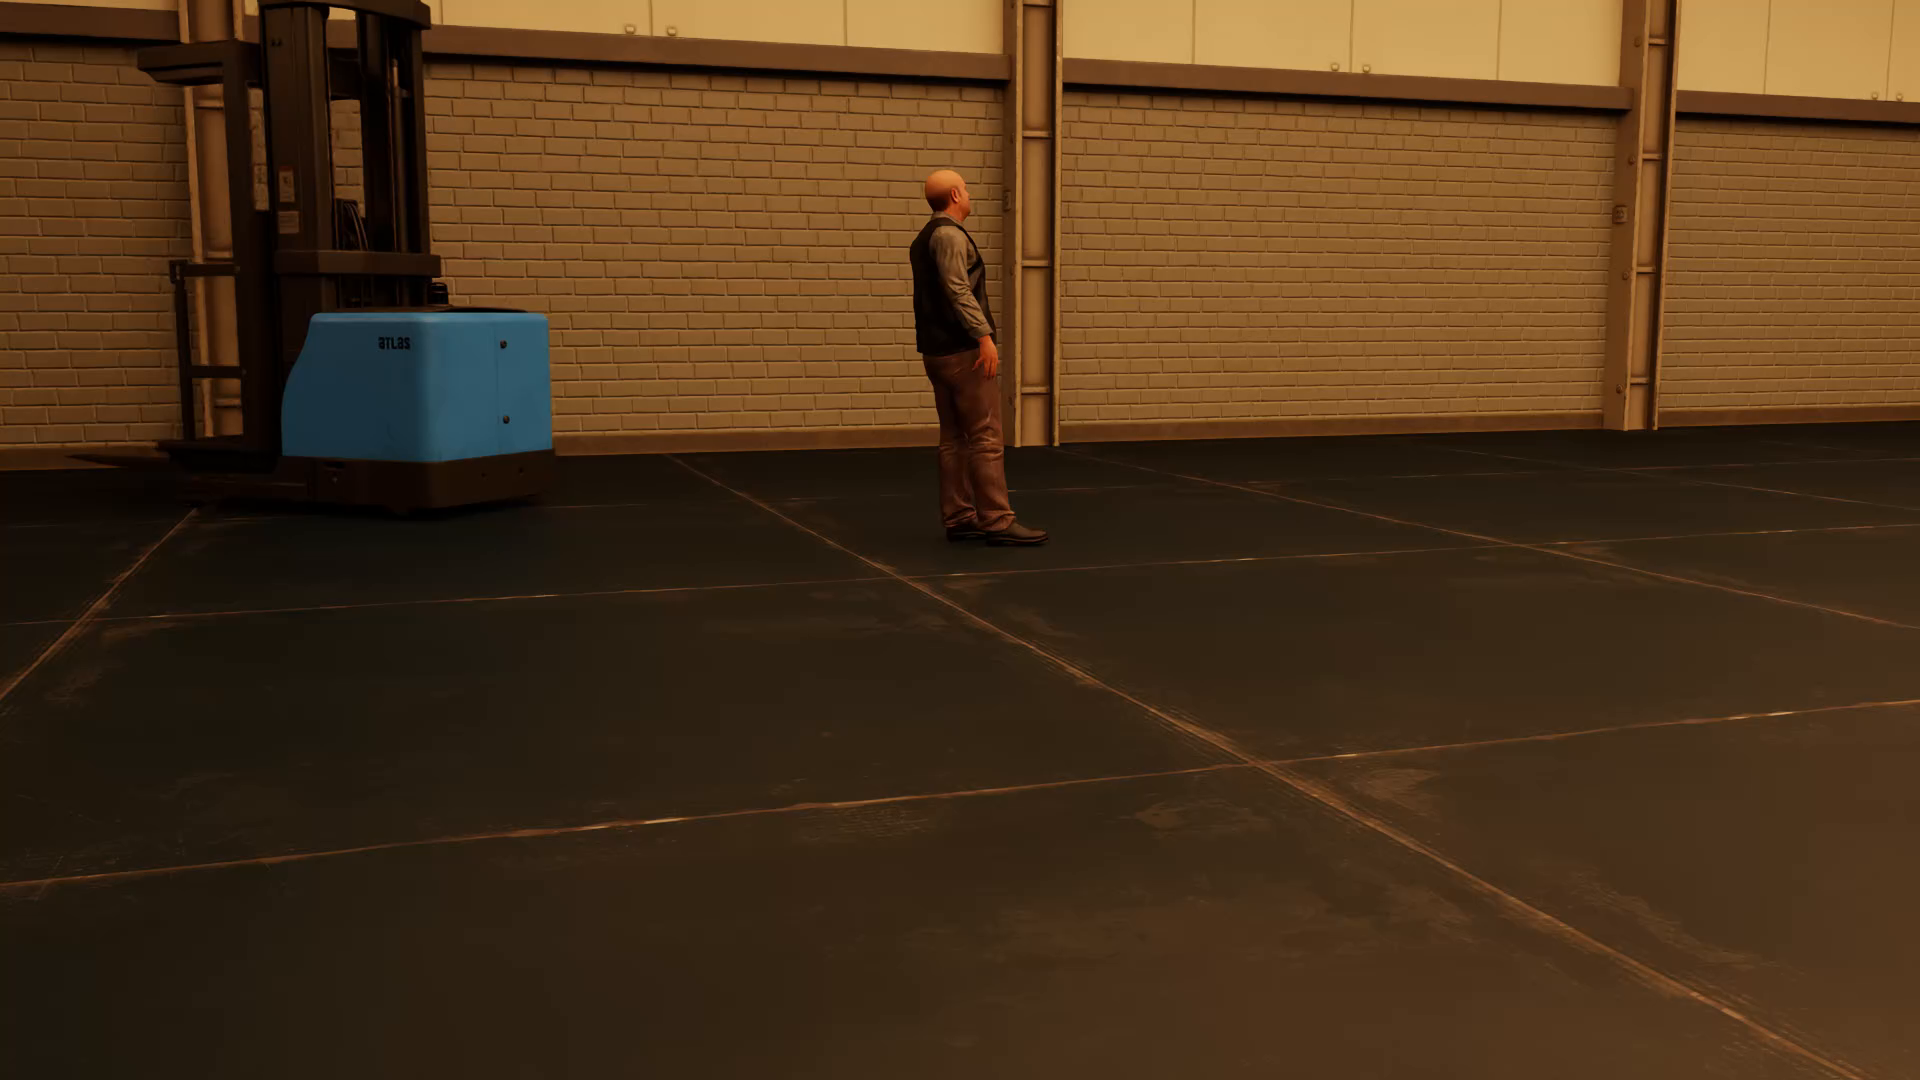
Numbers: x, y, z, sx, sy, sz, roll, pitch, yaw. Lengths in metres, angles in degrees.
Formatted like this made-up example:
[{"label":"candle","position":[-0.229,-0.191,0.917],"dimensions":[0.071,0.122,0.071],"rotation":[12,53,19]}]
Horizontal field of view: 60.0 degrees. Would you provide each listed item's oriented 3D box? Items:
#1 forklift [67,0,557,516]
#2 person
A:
[{"label":"forklift","position":[-3.848,-1.689,9.464],"dimensions":[3.031,2.935,1.130],"rotation":[4,9,25]},{"label":"person","position":[0.061,-0.862,7.819],"dimensions":[0.568,1.720,0.632],"rotation":[-3,8,-18]}]
